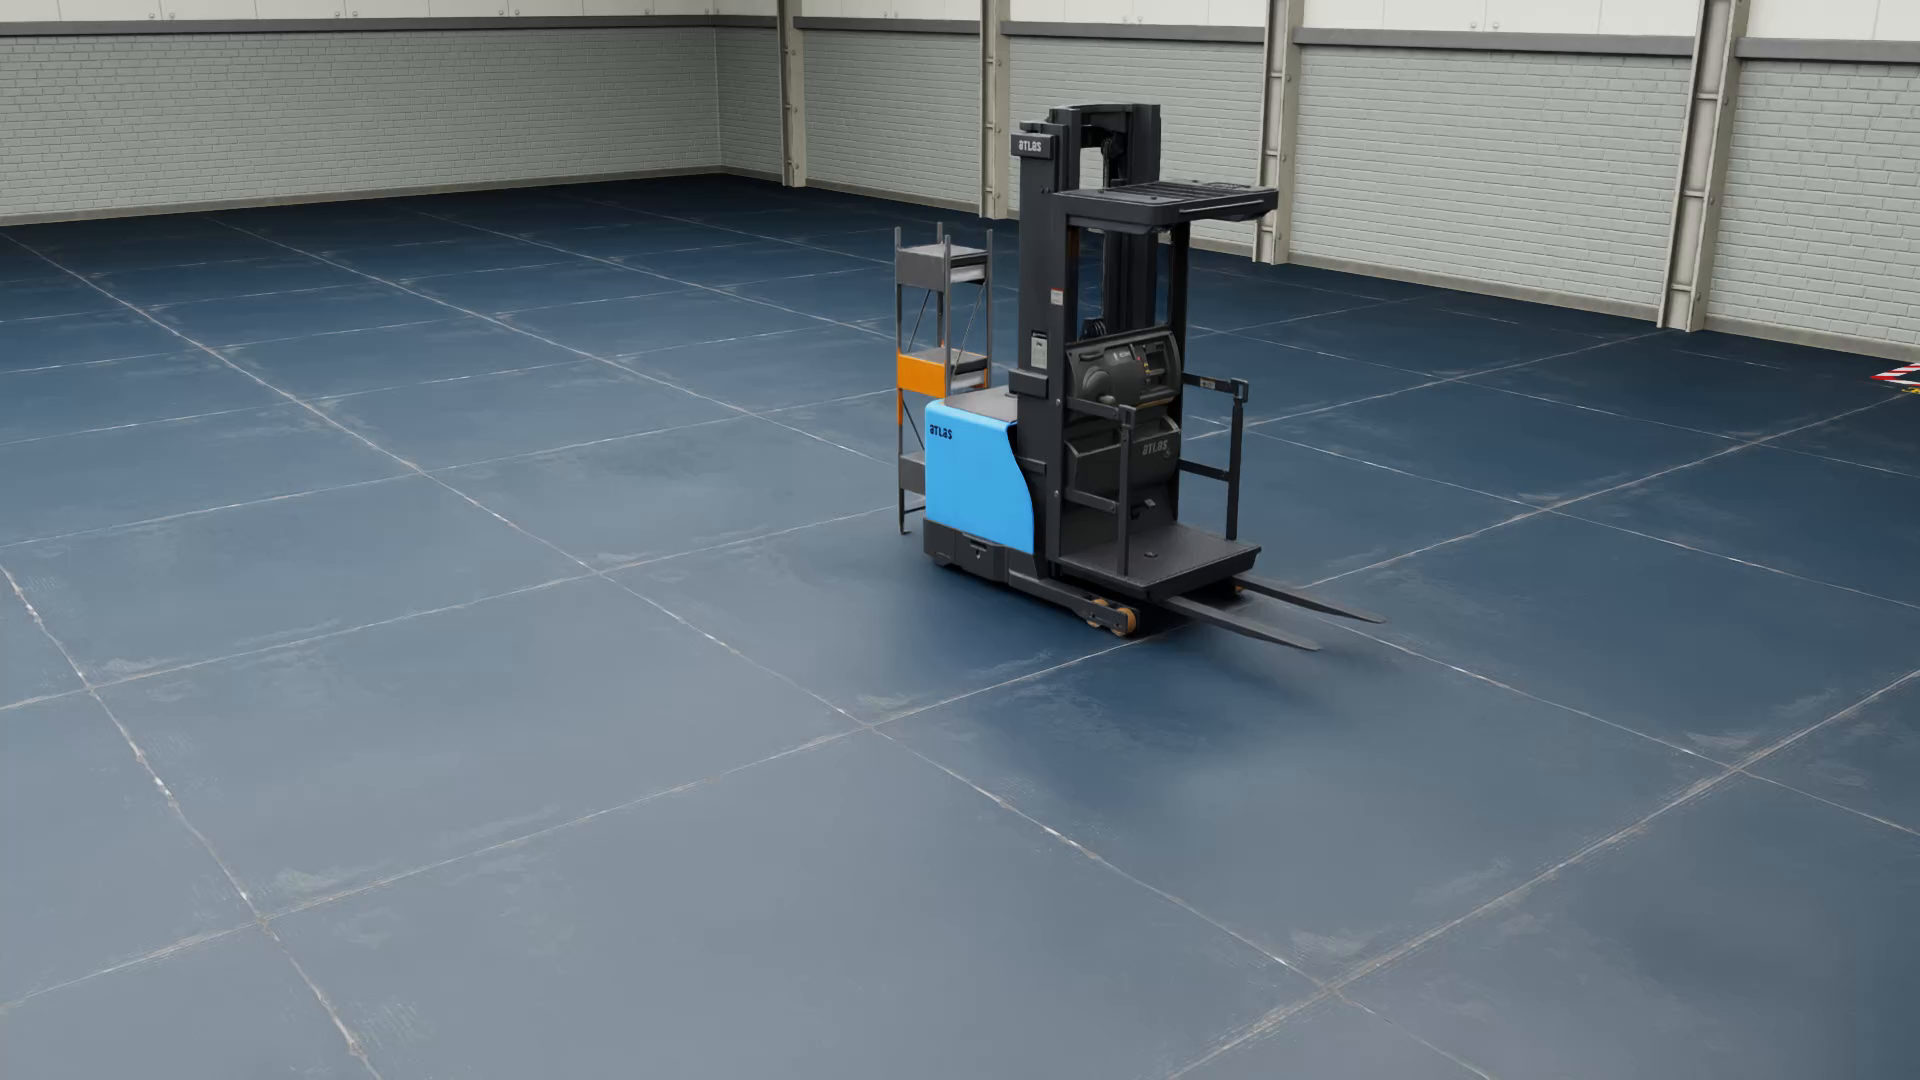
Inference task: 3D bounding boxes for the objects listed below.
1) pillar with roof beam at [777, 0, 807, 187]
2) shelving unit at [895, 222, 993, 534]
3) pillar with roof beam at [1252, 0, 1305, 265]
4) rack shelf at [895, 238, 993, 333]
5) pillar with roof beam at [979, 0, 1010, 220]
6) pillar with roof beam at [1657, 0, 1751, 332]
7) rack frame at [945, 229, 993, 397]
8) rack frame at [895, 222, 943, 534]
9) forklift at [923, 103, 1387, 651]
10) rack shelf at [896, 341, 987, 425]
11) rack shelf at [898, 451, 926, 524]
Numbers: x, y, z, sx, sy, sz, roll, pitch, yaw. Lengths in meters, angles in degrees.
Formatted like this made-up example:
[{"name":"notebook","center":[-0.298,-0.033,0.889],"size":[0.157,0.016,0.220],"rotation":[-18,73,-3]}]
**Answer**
[{"name":"pillar with roof beam","center":[-6.542,-10.227,27.931],"size":[9.100,9.000,0.400],"rotation":[-14,23,-36]},{"name":"shelving unit","center":[-0.106,-1.023,11.111],"size":[0.431,2.100,0.503],"rotation":[-16,24,-40]},{"name":"pillar with roof beam","center":[0.909,-7.270,19.001],"size":[9.100,9.000,0.400],"rotation":[-14,23,-36]},{"name":"rack shelf","center":[-0.106,-1.674,10.896],"size":[0.431,0.518,0.480],"rotation":[-16,24,-40]},{"name":"pillar with roof beam","center":[-2.817,-8.748,23.466],"size":[9.100,9.000,0.400],"rotation":[-14,23,-36]},{"name":"pillar with roof beam","center":[4.634,-5.791,14.536],"size":[9.100,9.000,0.400],"rotation":[-14,23,-36]},{"name":"rack frame","center":[0.058,-0.966,10.940],"size":[0.400,2.100,0.015],"rotation":[-16,24,-40]},{"name":"rack frame","center":[-0.270,-1.080,11.283],"size":[0.400,2.100,0.015],"rotation":[-16,24,-40]},{"name":"forklift","center":[1.124,-1.013,9.758],"size":[1.130,2.935,3.031],"rotation":[-16,24,-40]},{"name":"rack shelf","center":[-0.106,-1.010,11.116],"size":[0.431,0.518,0.480],"rotation":[-16,24,-40]},{"name":"rack shelf","center":[-0.106,-0.345,11.336],"size":[0.431,0.518,0.480],"rotation":[-16,24,-40]}]
